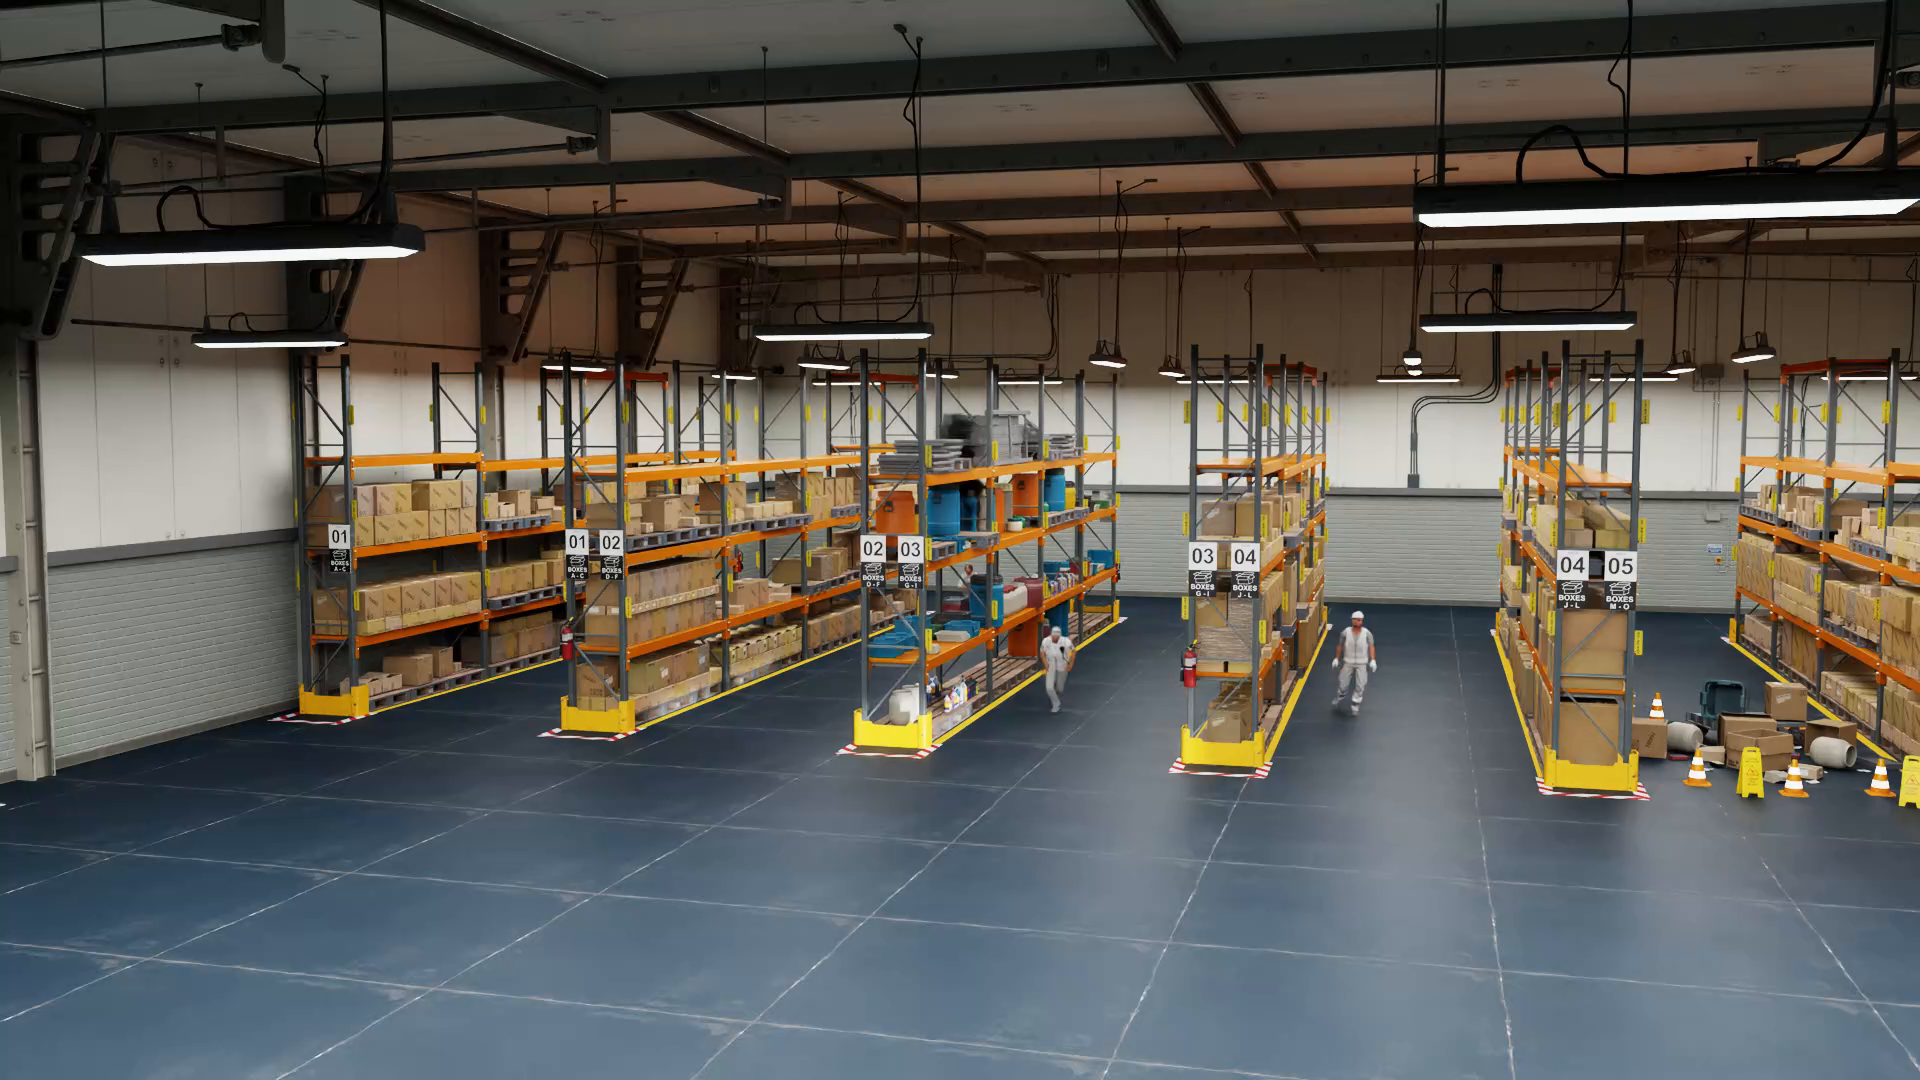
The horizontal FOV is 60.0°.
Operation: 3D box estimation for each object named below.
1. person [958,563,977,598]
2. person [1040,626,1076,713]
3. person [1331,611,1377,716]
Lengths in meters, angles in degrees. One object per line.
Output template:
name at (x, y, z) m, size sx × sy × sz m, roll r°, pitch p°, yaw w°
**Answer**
person at (0.229, 1.321, 38.869) m, size 0.540 × 1.533 × 0.881 m, roll 0°, pitch 4°, yaw 7°
person at (1.654, 2.165, 28.060) m, size 0.615 × 1.491 × 0.957 m, roll 0°, pitch 4°, yaw 6°
person at (6.566, 2.045, 27.710) m, size 0.718 × 1.747 × 0.679 m, roll 1°, pitch 4°, yaw 12°
